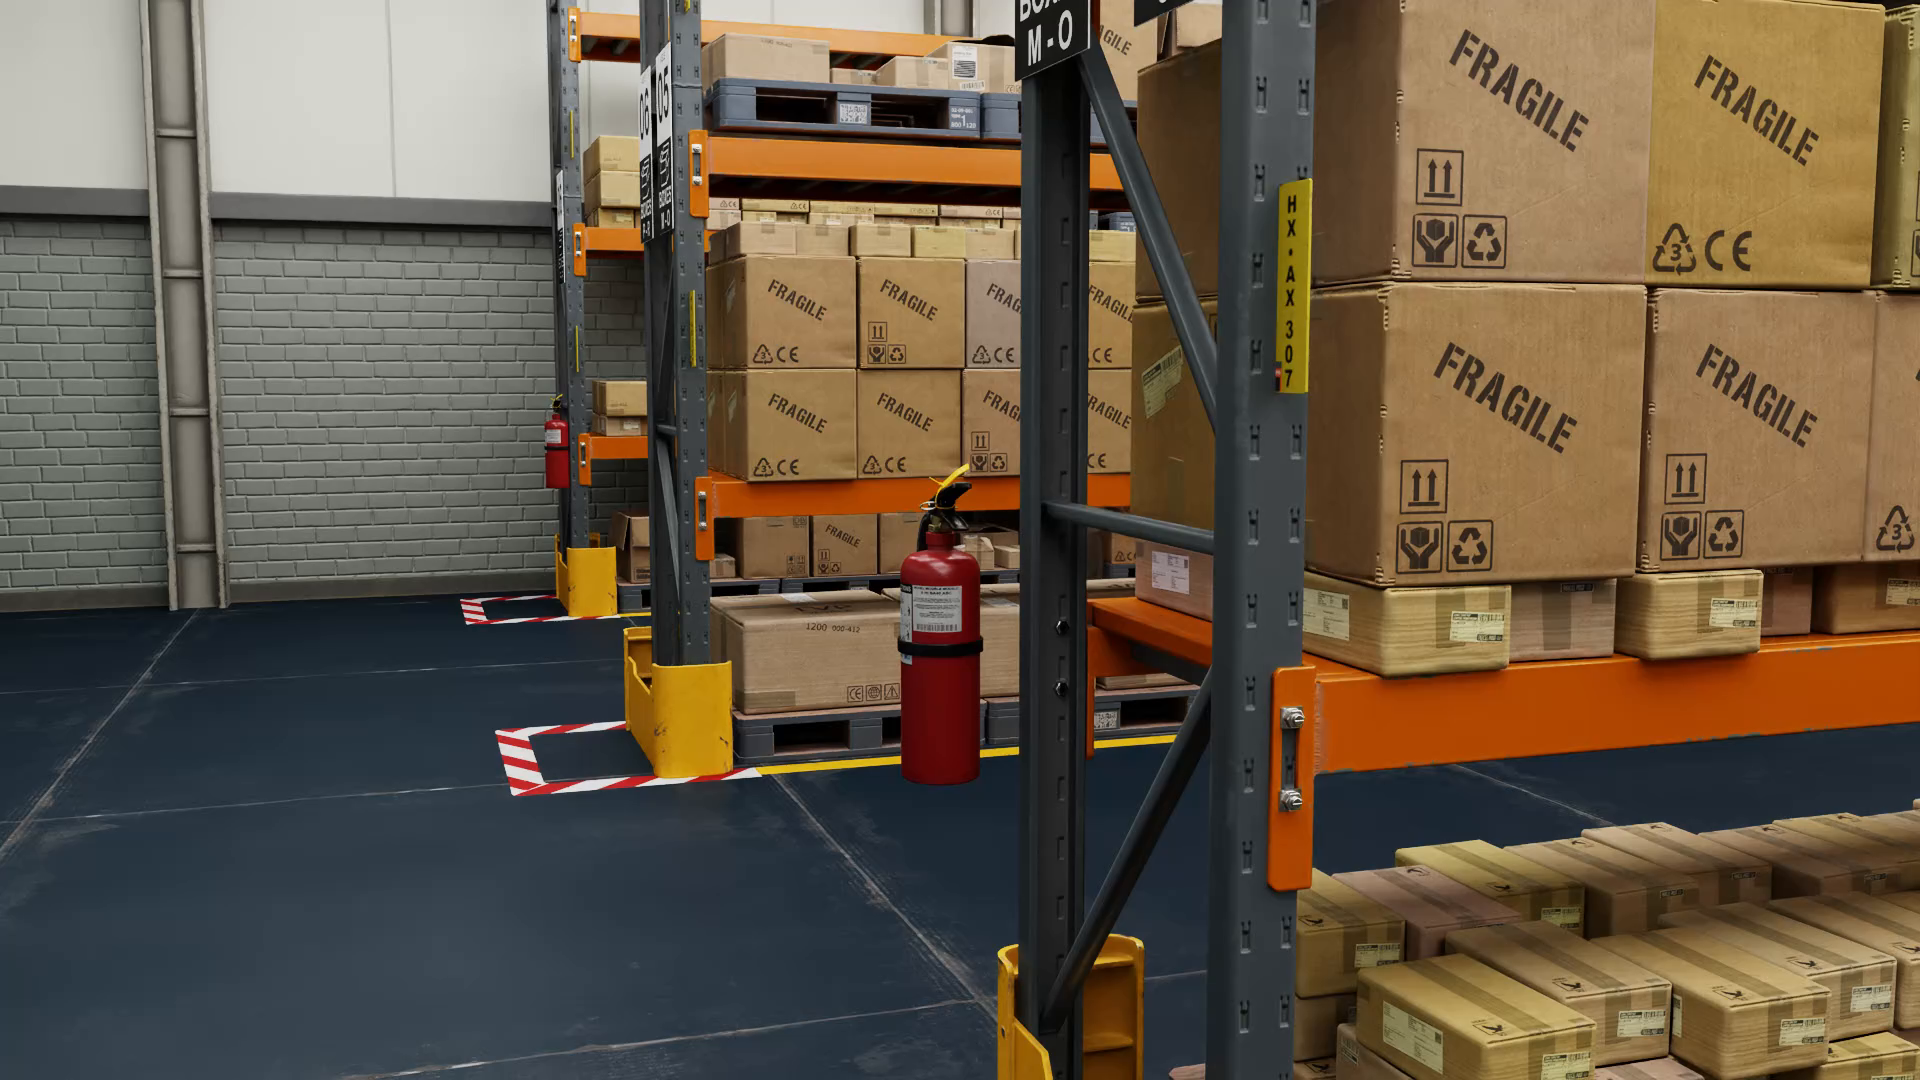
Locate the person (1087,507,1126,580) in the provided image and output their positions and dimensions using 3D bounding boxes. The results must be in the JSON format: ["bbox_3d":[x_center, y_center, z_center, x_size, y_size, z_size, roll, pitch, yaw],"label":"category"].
[{"bbox_3d":[0.826,-0.043,10.197,0.498,1.598,0.385,-2,6,-18],"label":"person"}]
